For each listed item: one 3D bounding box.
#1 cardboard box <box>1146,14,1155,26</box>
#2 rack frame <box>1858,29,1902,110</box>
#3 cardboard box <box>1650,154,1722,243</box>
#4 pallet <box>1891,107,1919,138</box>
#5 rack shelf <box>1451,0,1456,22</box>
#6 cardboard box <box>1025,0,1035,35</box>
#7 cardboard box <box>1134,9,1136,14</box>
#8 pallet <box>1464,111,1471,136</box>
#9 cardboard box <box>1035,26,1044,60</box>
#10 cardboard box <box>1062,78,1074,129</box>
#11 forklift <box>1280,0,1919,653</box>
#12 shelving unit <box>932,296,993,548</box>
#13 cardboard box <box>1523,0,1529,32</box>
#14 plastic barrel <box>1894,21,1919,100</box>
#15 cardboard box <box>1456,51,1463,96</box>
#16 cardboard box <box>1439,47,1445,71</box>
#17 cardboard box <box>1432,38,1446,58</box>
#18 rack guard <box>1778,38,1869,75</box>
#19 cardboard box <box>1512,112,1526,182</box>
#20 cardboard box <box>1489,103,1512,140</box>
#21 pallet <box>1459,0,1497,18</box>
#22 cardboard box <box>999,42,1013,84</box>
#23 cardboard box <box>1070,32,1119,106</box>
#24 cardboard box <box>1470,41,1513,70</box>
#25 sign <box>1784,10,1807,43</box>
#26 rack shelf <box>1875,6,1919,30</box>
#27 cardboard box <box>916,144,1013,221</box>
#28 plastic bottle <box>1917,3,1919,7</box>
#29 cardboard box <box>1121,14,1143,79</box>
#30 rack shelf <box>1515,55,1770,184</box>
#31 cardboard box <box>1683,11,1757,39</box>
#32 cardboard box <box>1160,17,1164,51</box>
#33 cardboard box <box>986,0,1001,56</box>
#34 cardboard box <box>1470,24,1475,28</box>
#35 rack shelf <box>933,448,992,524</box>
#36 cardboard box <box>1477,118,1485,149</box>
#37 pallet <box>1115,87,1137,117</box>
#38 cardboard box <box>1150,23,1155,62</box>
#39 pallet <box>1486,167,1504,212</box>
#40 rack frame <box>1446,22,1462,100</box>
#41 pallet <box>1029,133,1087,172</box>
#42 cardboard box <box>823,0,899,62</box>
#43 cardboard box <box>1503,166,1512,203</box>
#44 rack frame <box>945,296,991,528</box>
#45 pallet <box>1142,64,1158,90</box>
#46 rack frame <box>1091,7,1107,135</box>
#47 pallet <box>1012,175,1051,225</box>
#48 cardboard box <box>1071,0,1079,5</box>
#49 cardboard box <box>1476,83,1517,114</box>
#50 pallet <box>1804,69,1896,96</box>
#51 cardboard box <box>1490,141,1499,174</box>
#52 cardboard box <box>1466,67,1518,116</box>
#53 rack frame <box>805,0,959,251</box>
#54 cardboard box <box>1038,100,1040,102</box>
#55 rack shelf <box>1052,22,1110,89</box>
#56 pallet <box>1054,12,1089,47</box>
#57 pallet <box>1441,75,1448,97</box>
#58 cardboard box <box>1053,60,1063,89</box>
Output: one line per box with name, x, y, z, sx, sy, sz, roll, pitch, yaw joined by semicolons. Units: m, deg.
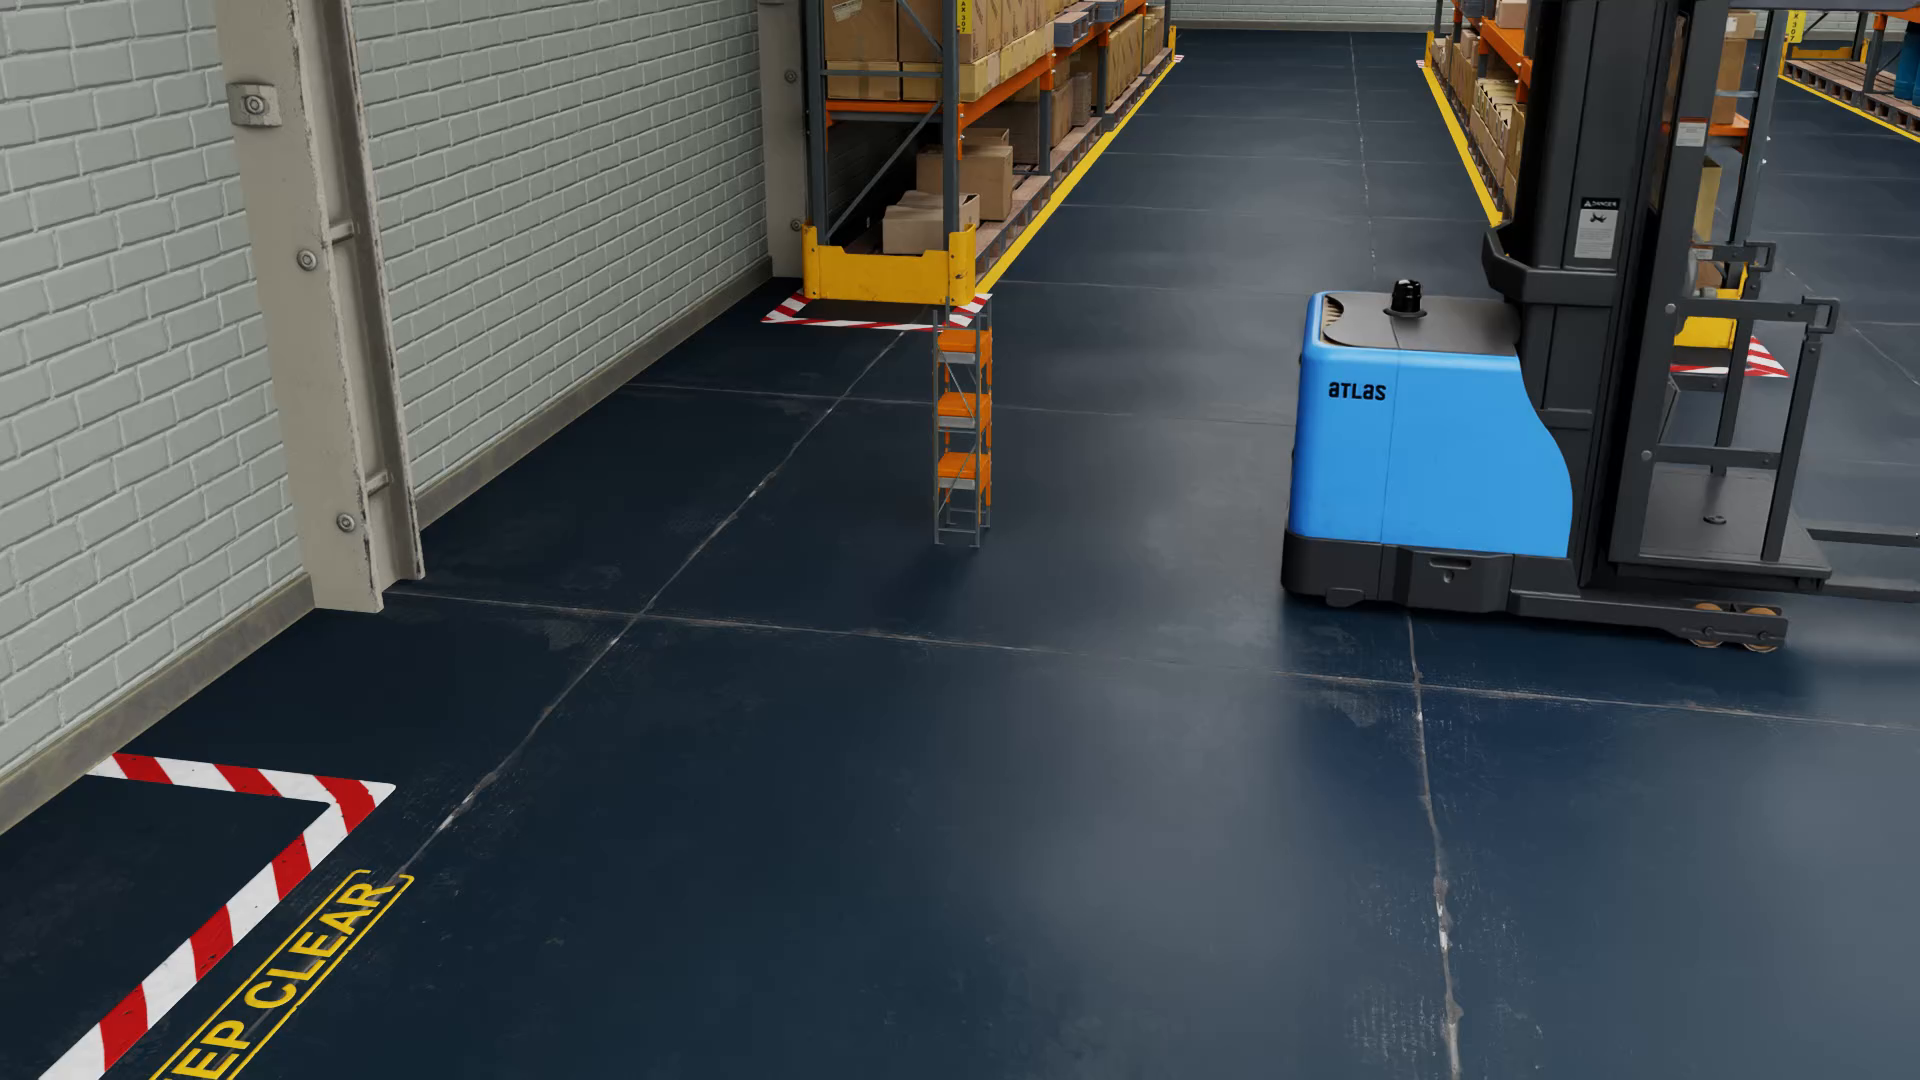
cardboard box;2.550;-7.350;23.503;0.380;0.149;0.250;4;22;9
rack frame;11.641;-6.690;19.950;1.000;3.000;0.127;4;22;11
cardboard box;4.771;-2.310;11.188;0.500;0.500;0.500;4;22;11
pallet;11.196;-4.670;18.667;1.003;0.211;1.213;4;22;11
rack shelf;7.200;-7.467;22.842;1.077;0.370;4.000;4;22;11
cardboard box;0.306;-4.244;13.047;0.500;0.500;0.500;4;22;9
cardboard box;2.389;-7.765;24.534;0.380;0.149;0.250;5;22;11
pallet;6.165;-4.583;18.450;1.003;0.211;1.213;4;22;11
cardboard box;0.400;-4.081;13.647;0.500;0.250;0.500;5;22;11
cardboard box;0.811;-4.580;17.468;0.700;0.500;0.500;4;22;11
forklift;2.869;-1.151;6.289;3.031;2.935;1.130;5;22;12
shelving unit;0.011;-0.507;7.206;0.215;1.050;0.252;4;22;11
cardboard box;5.650;-5.038;15.713;0.500;0.500;0.500;3;22;8
plastic barrel;11.513;-5.714;19.773;0.600;0.901;0.708;4;22;11
cardboard box;6.248;-5.577;19.944;0.500;0.500;0.500;5;22;12
cardboard box;6.784;-6.530;22.563;0.500;0.311;0.500;4;22;11
cardboard box;7.118;-7.101;24.061;0.500;0.250;0.500;4;22;11
rack guard;12.449;-7.003;24.074;1.175;0.500;0.348;4;22;11
cardboard box;4.664;-3.081;13.104;0.500;0.500;0.500;4;22;11
cardboard box;5.166;-3.866;15.305;0.500;0.311;0.500;4;22;11
pallet;6.046;-5.771;17.923;1.213;0.211;1.003;4;22;11
cardboard box;0.106;-3.528;12.271;0.500;0.250;0.500;4;22;10
cardboard box;1.404;-5.439;19.159;0.750;0.750;0.750;4;22;10
cardboard box;5.944;-5.380;18.449;0.500;0.250;0.500;5;23;13
sign;4.886;-3.074;9.707;0.100;0.325;0.005;4;22;11
rack shelf;11.232;-5.625;18.268;1.077;0.370;4.000;4;22;11
cardboard box;0.038;-2.820;13.099;0.700;0.500;0.500;3;22;8
plastic bottle;10.967;-6.210;18.913;0.061;0.283;0.133;4;22;11
cardboard box;1.937;-6.395;21.534;0.750;0.750;0.750;5;22;12
rack shelf;4.752;-3.078;11.945;1.077;0.370;4.000;4;22;11
cardboard box;4.634;-3.155;10.170;0.380;0.149;0.250;4;22;11
cardboard box;2.713;-7.680;25.192;0.700;0.500;0.500;4;22;11
cardboard box;-0.004;-3.676;11.636;0.500;0.500;0.500;5;22;11
cardboard box;7.739;-7.359;24.368;0.500;0.500;0.500;4;22;11
rack shelf;0.011;-0.239;7.314;0.215;0.259;0.240;4;22;11
cardboard box;5.380;-3.982;16.344;0.500;0.250;0.500;4;22;10
pallet;1.612;-5.416;20.520;1.003;0.211;1.213;4;22;11
cardboard box;2.408;-7.117;23.795;0.700;0.500;0.500;5;22;12
pallet;5.272;-3.122;14.824;1.003;0.211;1.213;4;22;11
rack frame;6.792;-7.069;20.891;1.000;3.000;0.127;4;22;11
pallet;0.714;-3.959;16.900;1.003;0.211;1.213;4;22;11
cardboard box;-0.619;-3.533;11.281;0.500;0.500;0.500;4;22;10
cardboard box;4.768;-2.916;13.698;0.500;0.250;0.500;4;22;11
rack frame;0.036;-0.551;7.317;0.200;1.050;0.008;4;22;11
pallet;2.174;-6.424;23.022;1.003;0.211;1.213;4;22;11
rack frame;1.126;-5.983;18.193;1.000;3.000;0.127;4;22;11
pallet;0.207;-2.978;14.465;1.003;0.211;1.213;4;22;11
cardboard box;0.807;-5.603;16.528;0.700;0.500;0.500;4;22;11
cardboard box;5.483;-4.424;16.691;0.500;0.311;0.500;4;22;10
pallet;11.999;-6.116;22.257;1.003;0.211;1.213;4;22;11
cardboard box;5.066;-3.421;14.952;0.500;0.250;0.500;4;22;10
cardboard box;5.937;-5.011;18.537;0.500;0.500;0.500;5;23;13
rack frame;-0.507;-3.057;10.928;1.000;3.000;0.127;4;22;11
cardboard box;0.500;-4.027;16.096;0.700;0.500;0.500;4;22;10
rack shelf;0.718;-4.917;16.511;1.077;0.370;4.000;4;22;11
pallet;0.608;-4.699;15.263;1.003;0.211;1.213;4;22;11
pallet;6.933;-6.027;22.035;1.003;0.211;1.213;4;22;11
cardboard box;0.752;-4.715;16.800;0.500;0.250;0.500;4;22;11
